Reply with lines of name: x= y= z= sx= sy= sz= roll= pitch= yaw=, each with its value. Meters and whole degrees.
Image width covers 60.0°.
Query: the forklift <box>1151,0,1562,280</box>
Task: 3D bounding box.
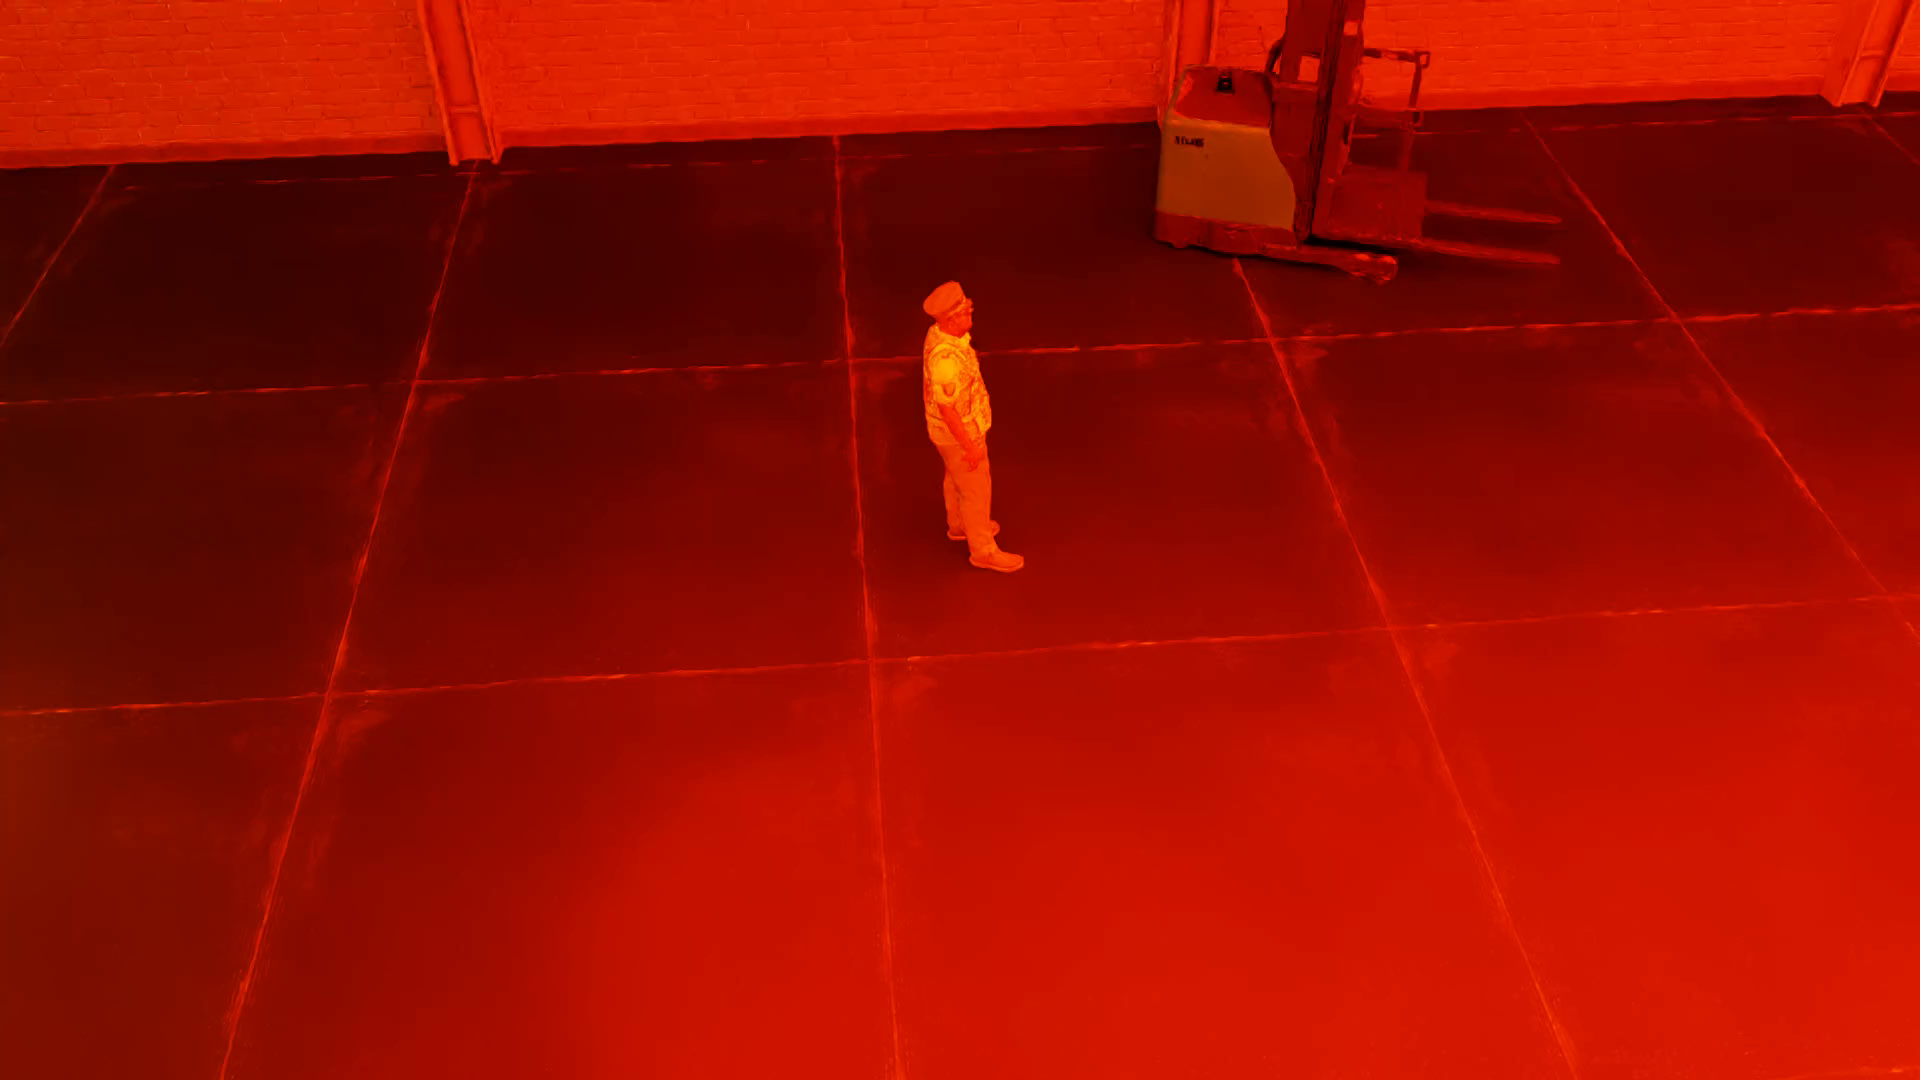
forklift: x=3.052 y=-3.450 z=11.972 sx=3.031 sy=2.935 sz=1.130 roll=10 pitch=42 yaw=11

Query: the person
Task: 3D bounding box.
person: x=0.079 y=-0.680 z=9.605 sx=0.574 sy=1.781 sz=0.640 roll=-3 pitch=41 yaw=-4
